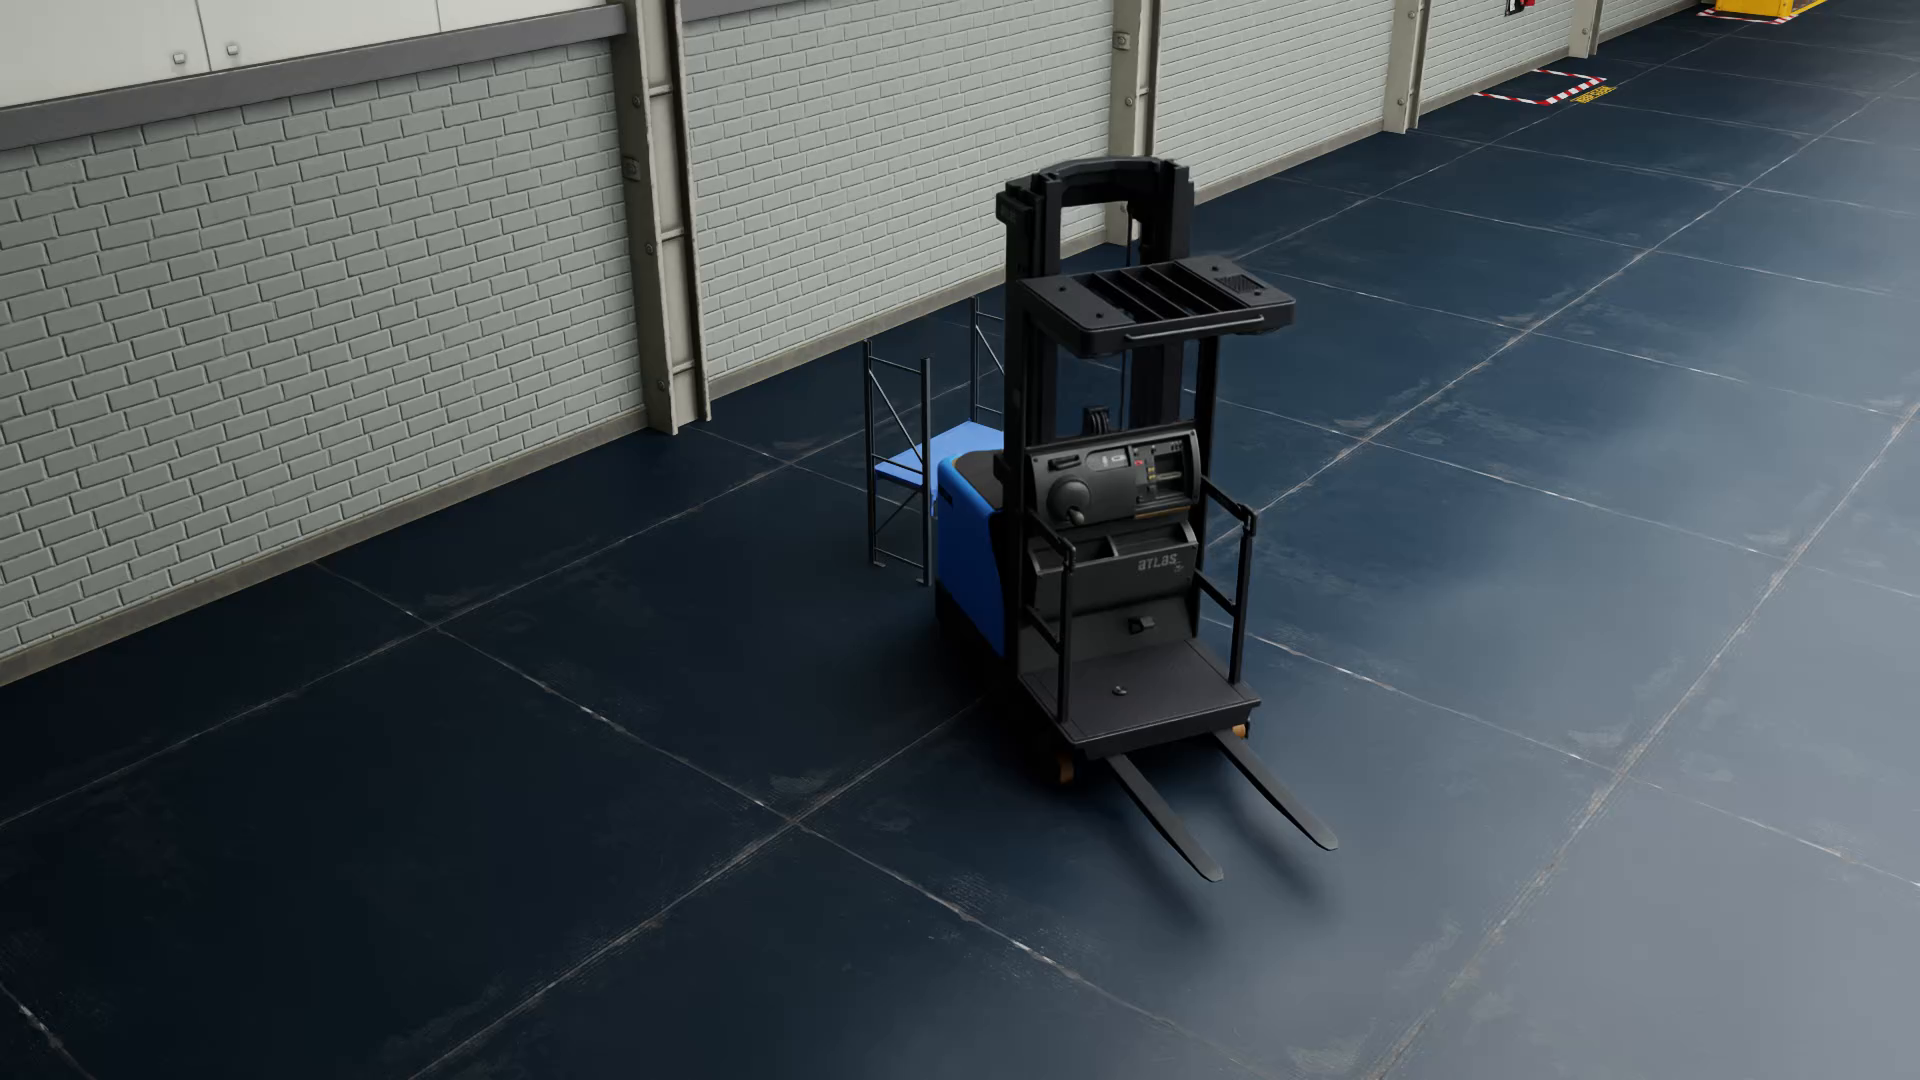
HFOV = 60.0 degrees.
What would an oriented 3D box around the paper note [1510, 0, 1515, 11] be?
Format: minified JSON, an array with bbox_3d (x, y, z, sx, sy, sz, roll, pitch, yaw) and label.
[{"bbox_3d":[7.549,-7.311,22.708,0.016,0.148,0.142,21,34,34],"label":"paper note"}]

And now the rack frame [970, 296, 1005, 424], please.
[{"bbox_3d":[0.269,-0.816,10.827,0.500,1.500,0.032,21,34,34],"label":"rack frame"}]

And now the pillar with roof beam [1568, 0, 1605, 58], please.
[{"bbox_3d":[12.638,-10.016,20.449,9.100,9.000,0.400,21,34,34],"label":"pillar with roof beam"}]

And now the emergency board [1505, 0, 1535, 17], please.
[{"bbox_3d":[7.715,-7.744,22.588,0.194,1.169,0.643,21,34,34],"label":"emergency board"}]

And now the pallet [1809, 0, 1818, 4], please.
[{"bbox_3d":[14.724,-9.733,29.465,1.003,0.211,1.213,21,34,34],"label":"pallet"}]

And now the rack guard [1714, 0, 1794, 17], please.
[{"bbox_3d":[13.403,-9.152,28.030,1.175,0.500,0.348,21,34,34],"label":"rack guard"}]

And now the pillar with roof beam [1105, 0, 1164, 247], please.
[{"bbox_3d":[5.005,-5.761,12.225,9.100,9.000,0.400,21,34,34],"label":"pillar with roof beam"}]

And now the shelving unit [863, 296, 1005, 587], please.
[{"bbox_3d":[-0.054,-0.636,10.479,0.538,1.500,1.048,21,34,34],"label":"shelving unit"}]

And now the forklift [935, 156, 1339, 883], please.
[{"bbox_3d":[0.874,-0.276,8.226,1.130,2.935,3.031,-10,29,-19],"label":"forklift"}]

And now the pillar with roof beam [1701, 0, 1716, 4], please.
[{"bbox_3d":[16.455,-12.143,24.561,9.100,9.000,0.400,21,34,34],"label":"pillar with roof beam"}]

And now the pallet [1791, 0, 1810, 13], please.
[{"bbox_3d":[13.947,-9.302,28.633,1.003,0.211,1.213,21,34,34],"label":"pallet"}]

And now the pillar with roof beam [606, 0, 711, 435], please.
[{"bbox_3d":[1.189,-3.634,8.113,9.100,9.000,0.400,21,34,34],"label":"pillar with roof beam"}]

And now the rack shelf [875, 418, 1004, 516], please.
[{"bbox_3d":[-0.054,-0.476,10.561,0.538,0.185,1.000,21,34,34],"label":"rack shelf"}]

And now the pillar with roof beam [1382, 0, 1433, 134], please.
[{"bbox_3d":[8.822,-7.889,16.337,9.100,9.000,0.400,21,34,34],"label":"pillar with roof beam"}]

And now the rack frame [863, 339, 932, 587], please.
[{"bbox_3d":[-0.378,-0.456,10.130,0.500,1.500,0.032,21,34,34],"label":"rack frame"}]
